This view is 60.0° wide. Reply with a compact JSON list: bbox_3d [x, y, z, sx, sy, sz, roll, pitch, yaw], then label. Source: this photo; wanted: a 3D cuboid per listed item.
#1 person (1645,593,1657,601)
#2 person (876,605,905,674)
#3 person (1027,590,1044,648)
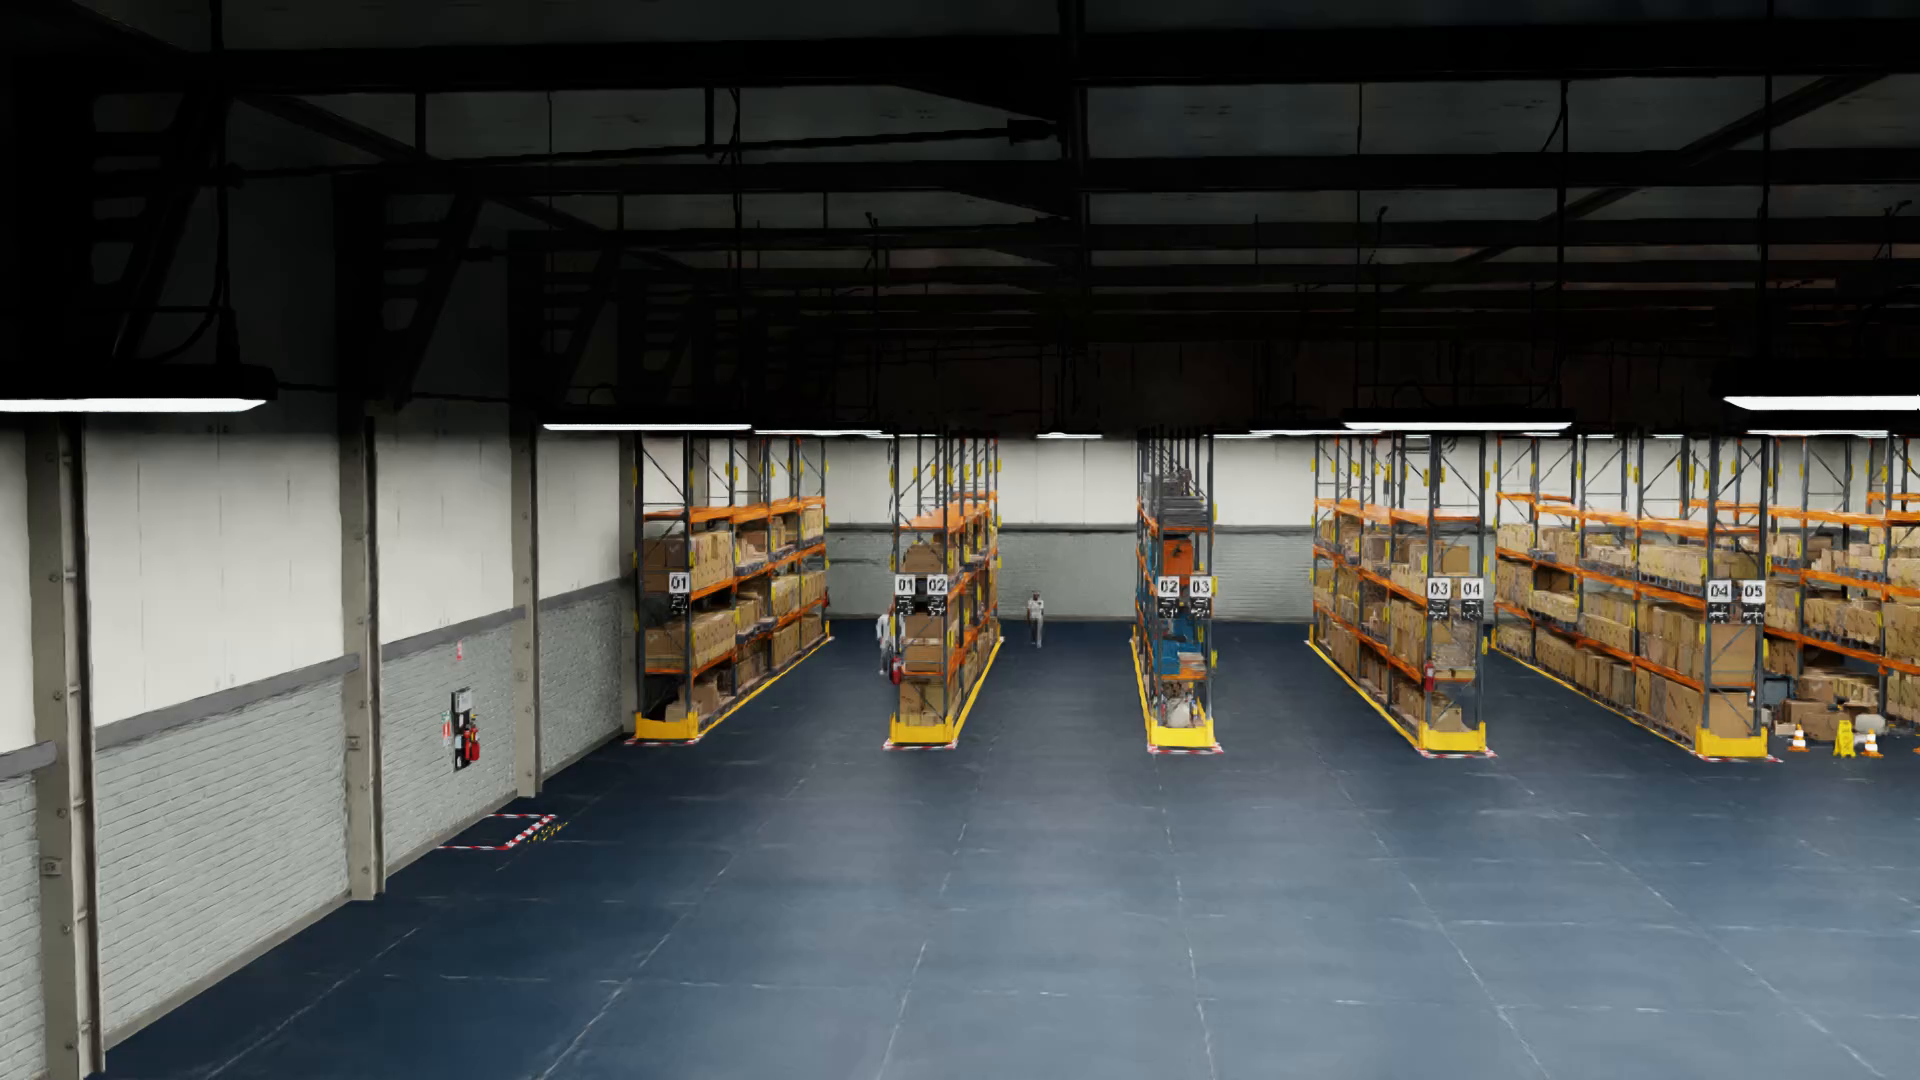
[{"bbox_3d":[18.751,2.140,45.237,0.504,1.722,0.623,0,3,-6],"label":"person"},{"bbox_3d":[-1.687,2.425,40.549,0.729,1.733,0.546,0,3,3],"label":"person"},{"bbox_3d":[2.091,2.152,45.926,0.456,1.589,1.088,0,3,7],"label":"person"}]
